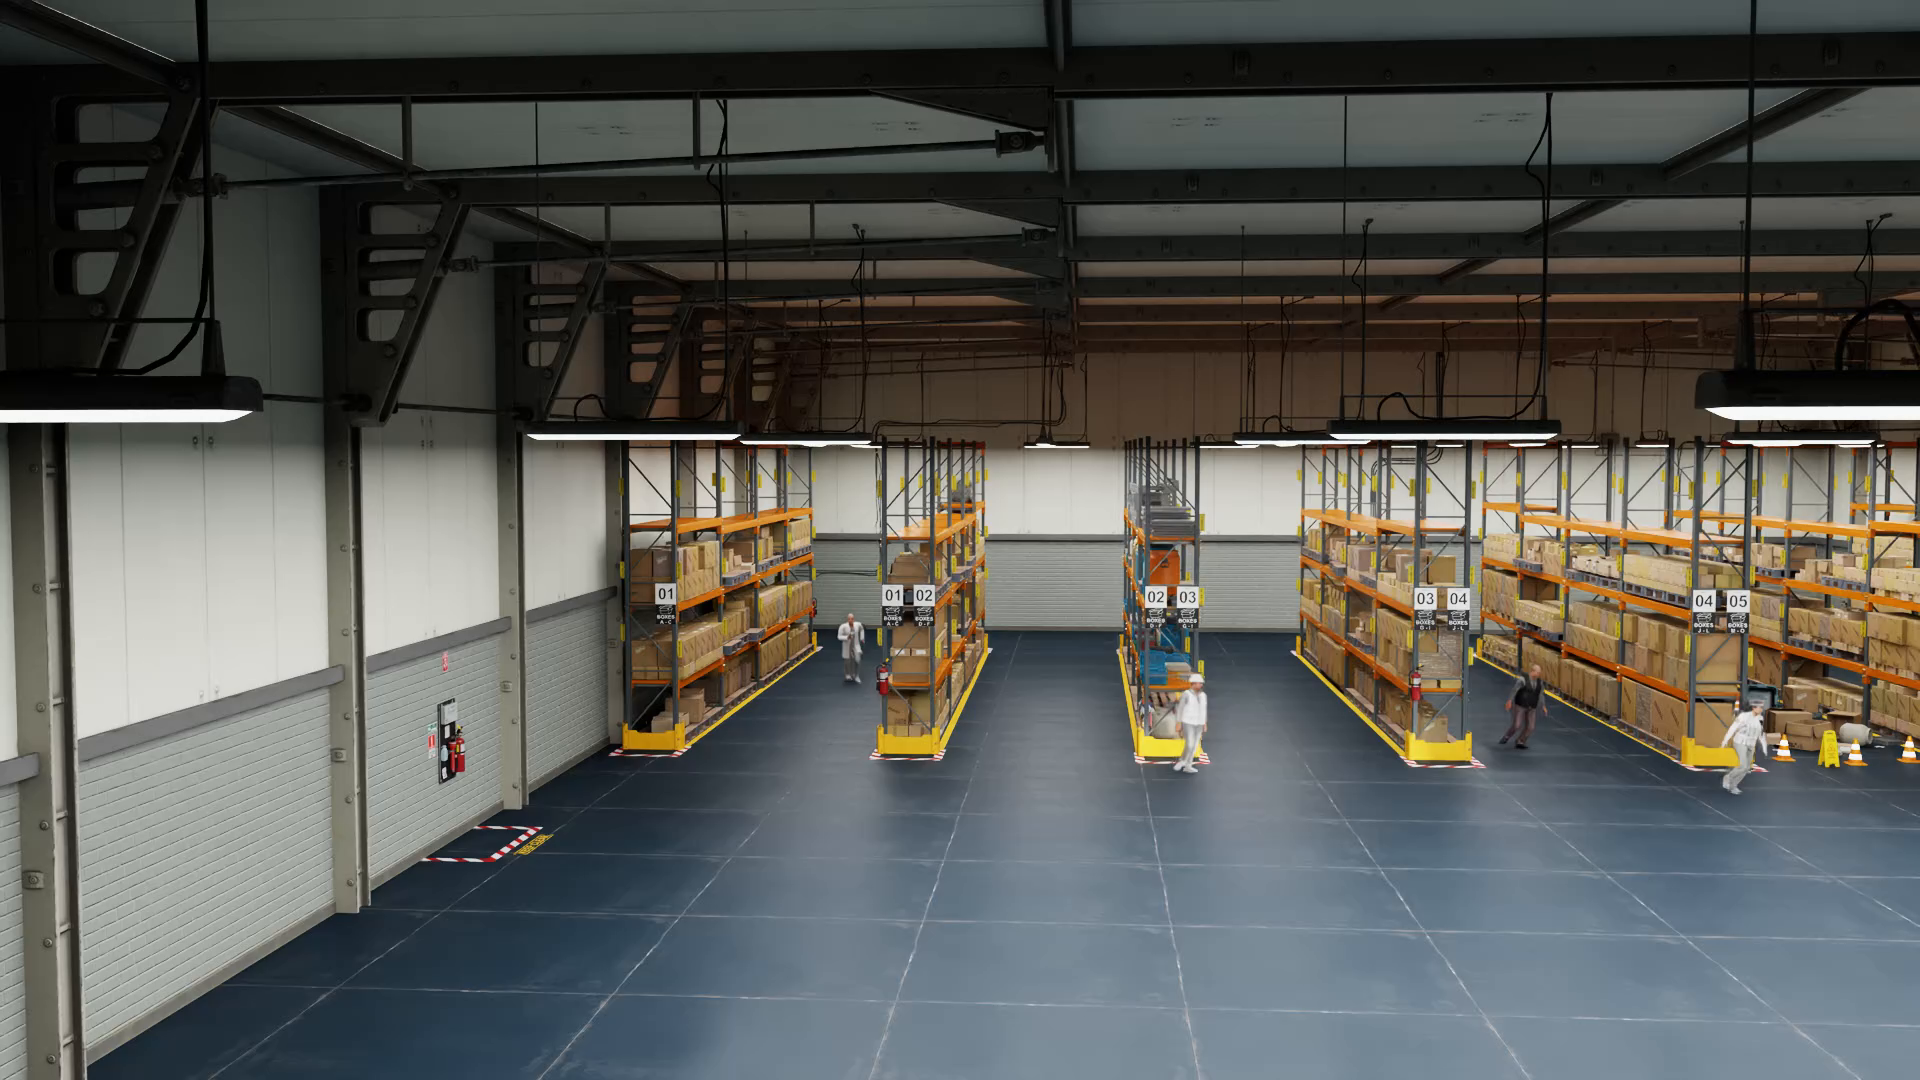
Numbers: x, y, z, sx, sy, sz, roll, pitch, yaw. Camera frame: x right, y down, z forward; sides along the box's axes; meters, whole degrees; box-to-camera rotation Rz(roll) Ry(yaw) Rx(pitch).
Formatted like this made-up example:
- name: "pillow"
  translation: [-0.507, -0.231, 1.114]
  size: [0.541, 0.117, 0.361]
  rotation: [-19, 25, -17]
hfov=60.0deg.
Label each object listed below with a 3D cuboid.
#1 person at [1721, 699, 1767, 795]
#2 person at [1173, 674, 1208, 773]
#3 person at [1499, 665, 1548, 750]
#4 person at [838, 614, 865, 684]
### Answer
- name: "person"
  translation: [13.082, 3.438, 27.699]
  size: [0.614, 1.622, 0.559]
  rotation: [-1, 3, -22]
- name: "person"
  translation: [4.109, 3.253, 29.466]
  size: [0.632, 1.768, 0.444]
  rotation: [-2, 4, -30]
- name: "person"
  translation: [10.792, 3.189, 31.833]
  size: [0.792, 1.642, 0.627]
  rotation: [-1, 3, -13]
- name: "person"
  translation: [-2.679, 2.673, 41.099]
  size: [0.695, 1.730, 1.035]
  rotation: [-1, 3, -10]
